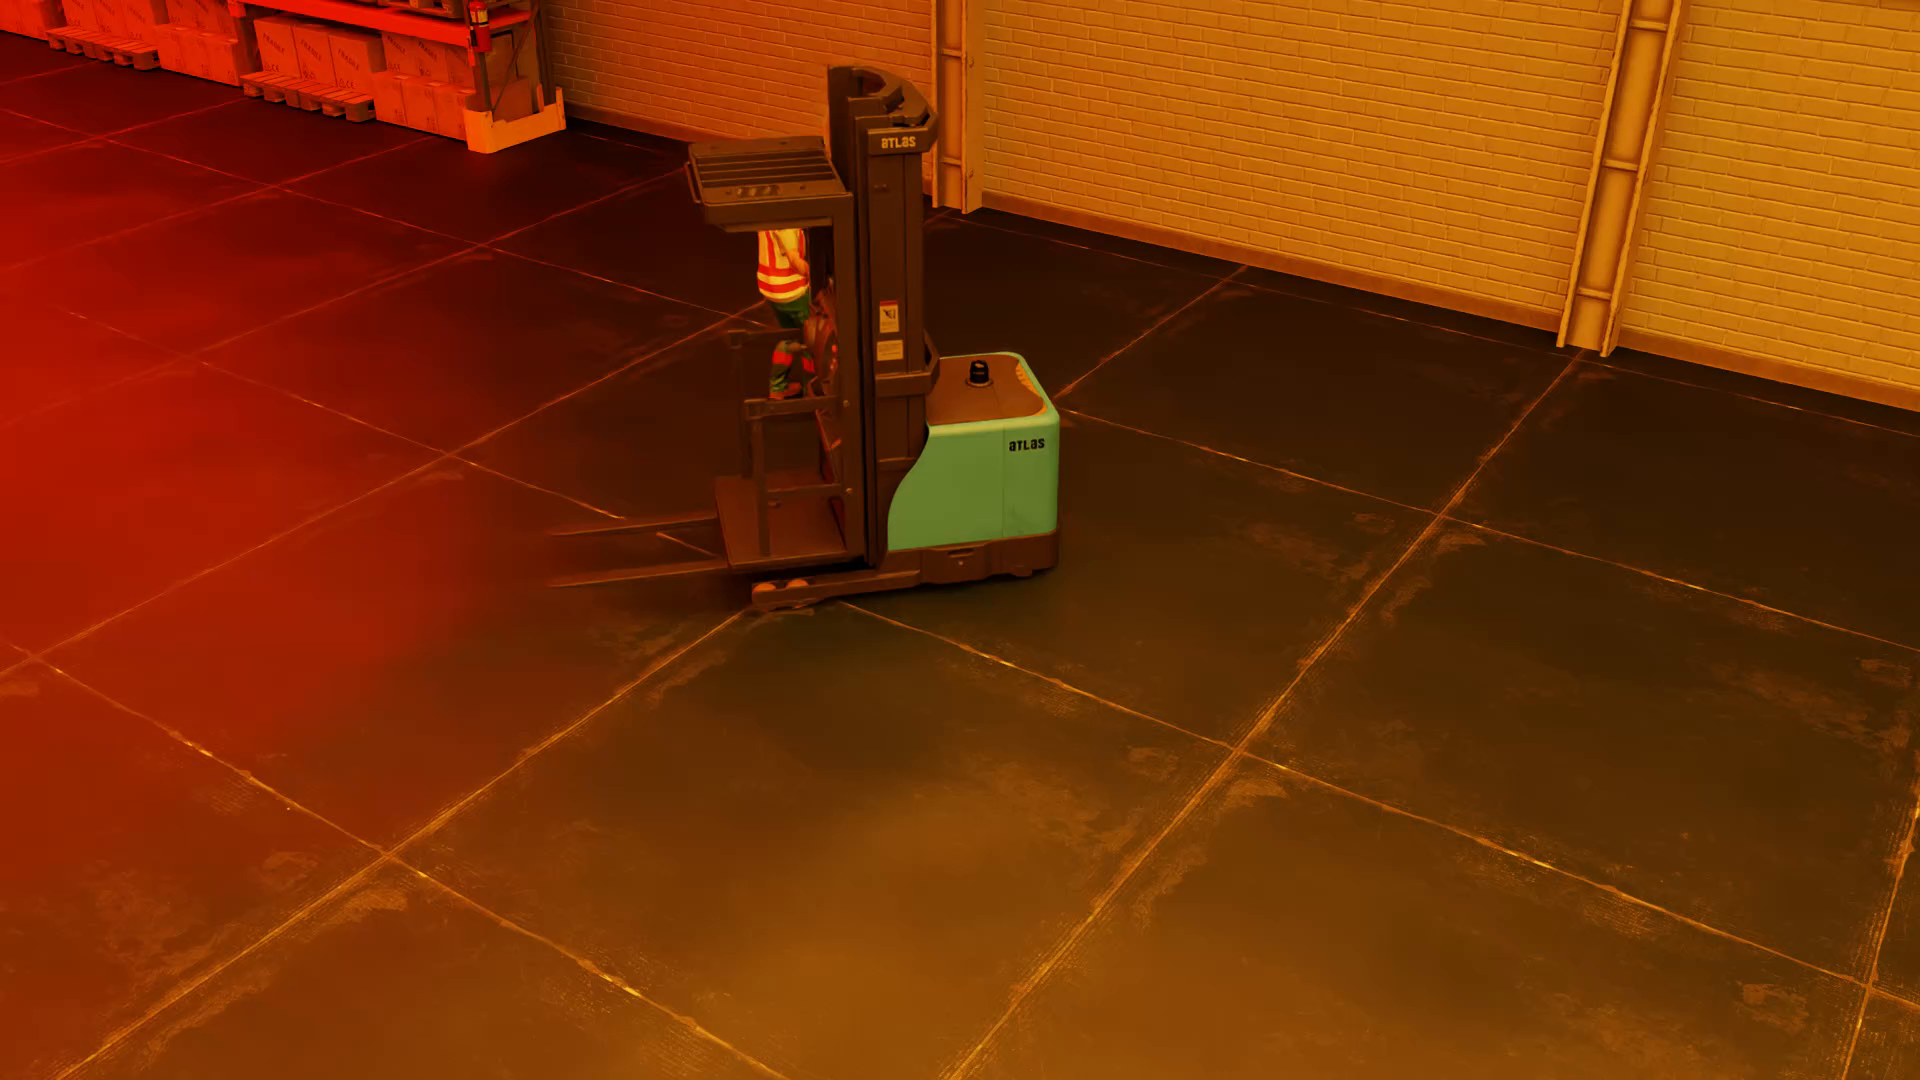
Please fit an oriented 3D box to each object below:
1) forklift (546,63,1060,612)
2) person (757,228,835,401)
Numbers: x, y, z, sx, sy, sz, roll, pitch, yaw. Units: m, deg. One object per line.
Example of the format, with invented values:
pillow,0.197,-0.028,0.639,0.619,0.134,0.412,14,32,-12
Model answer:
forklift,-0.975,-1.135,9.535,3.031,2.935,1.130,-6,31,-11
person,-1.195,-1.817,11.912,0.515,1.736,0.747,-18,35,-29
